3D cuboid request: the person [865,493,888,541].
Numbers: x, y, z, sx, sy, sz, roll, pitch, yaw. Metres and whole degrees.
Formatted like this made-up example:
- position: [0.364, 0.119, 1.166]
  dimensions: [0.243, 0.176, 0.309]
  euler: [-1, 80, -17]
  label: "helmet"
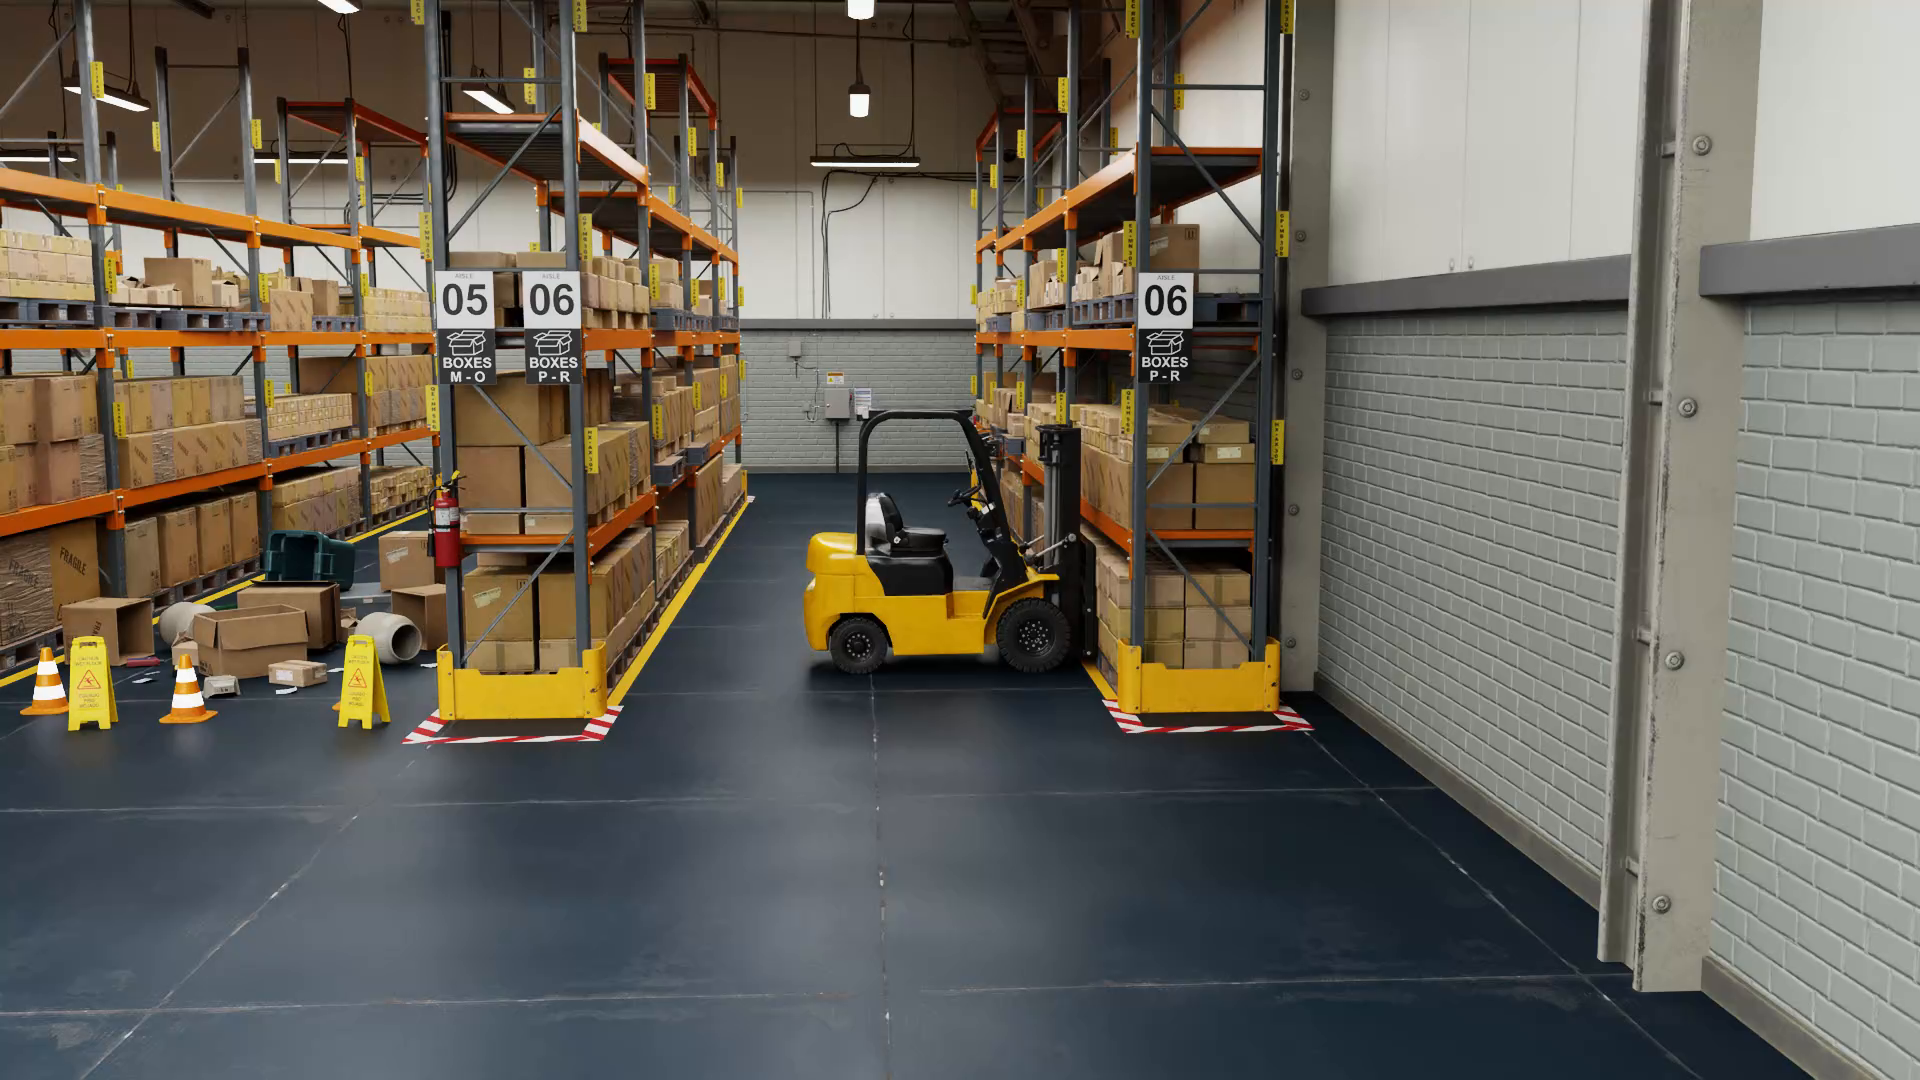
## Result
- position: [-0.865, 0.086, 17.390]
  dimensions: [0.415, 1.100, 0.941]
  euler: [-1, 7, -6]
  label: "person"
